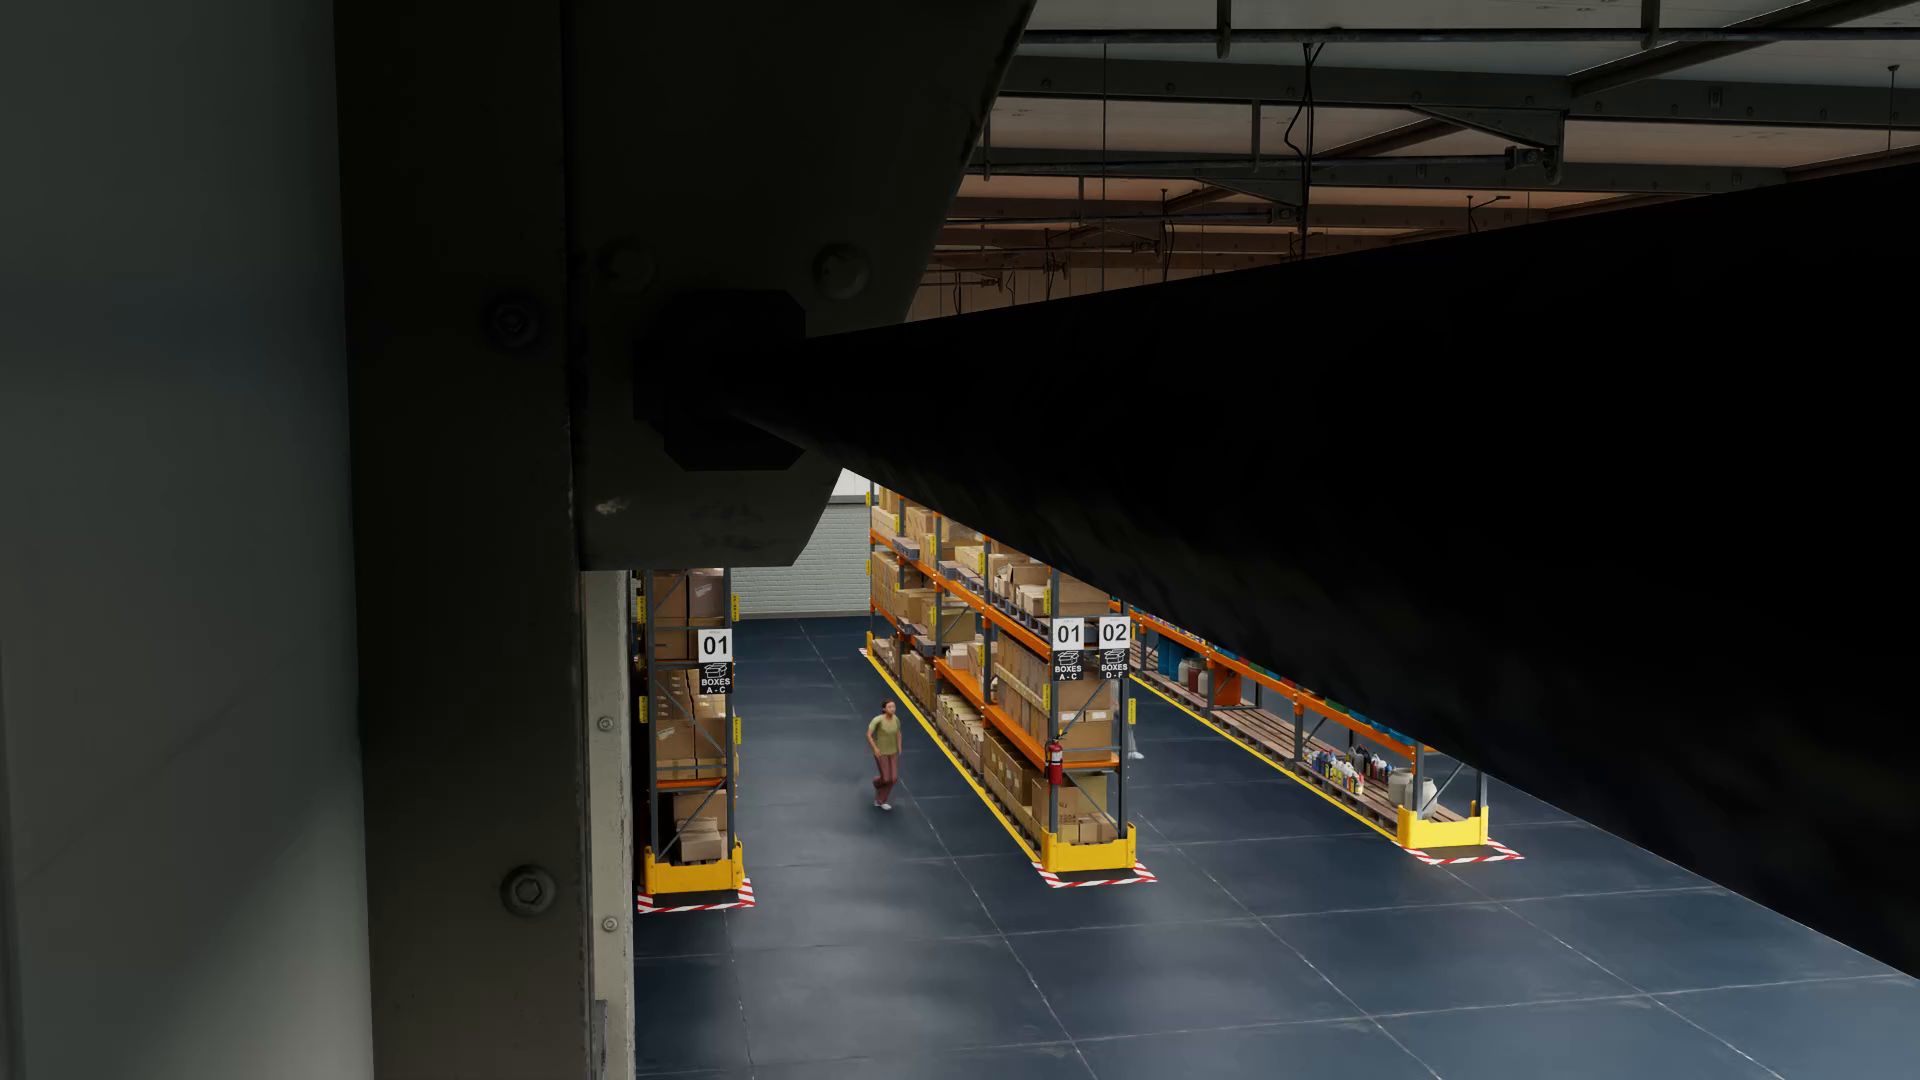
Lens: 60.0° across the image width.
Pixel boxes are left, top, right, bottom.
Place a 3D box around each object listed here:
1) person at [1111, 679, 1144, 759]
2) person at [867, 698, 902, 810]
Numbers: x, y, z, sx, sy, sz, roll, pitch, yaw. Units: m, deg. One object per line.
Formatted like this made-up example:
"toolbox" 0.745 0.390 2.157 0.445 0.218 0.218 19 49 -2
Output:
"person" 2.487 2.689 26.735 0.909 1.620 0.521 5 8 42
"person" -1.099 3.048 23.888 0.581 1.609 0.557 -4 7 -31
